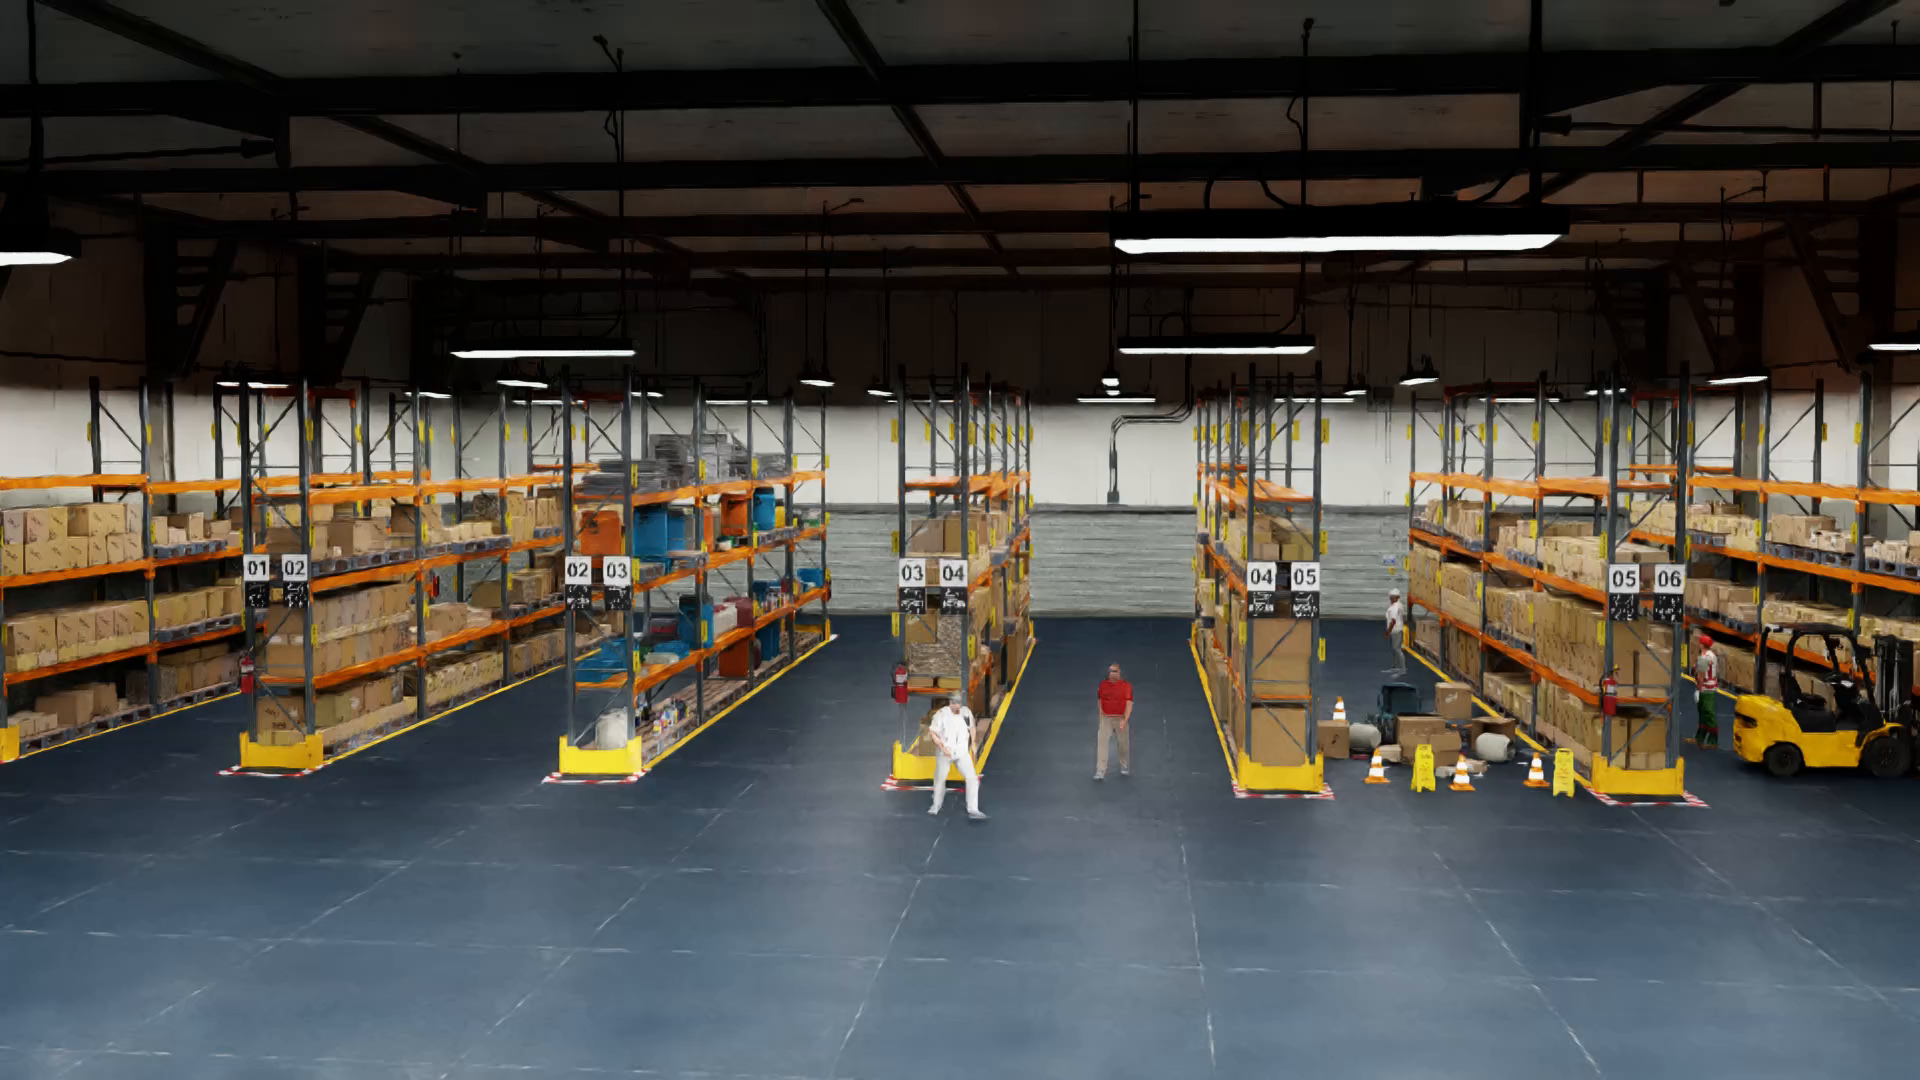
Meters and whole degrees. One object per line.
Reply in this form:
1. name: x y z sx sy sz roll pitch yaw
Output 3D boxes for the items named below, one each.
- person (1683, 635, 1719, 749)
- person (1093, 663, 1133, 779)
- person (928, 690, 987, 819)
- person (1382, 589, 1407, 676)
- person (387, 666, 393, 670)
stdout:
1. person: 11.827 2.394 26.488 0.577 1.785 0.655 3 5 36
2. person: 2.245 2.609 24.119 0.533 1.658 1.031 1 4 14
3. person: -0.067 2.759 21.657 0.706 1.695 0.843 -1 4 -12
4. person: 9.026 1.906 34.482 0.523 1.791 0.639 2 4 24
5. person: -11.583 2.067 33.396 0.580 1.599 0.503 0 4 4
